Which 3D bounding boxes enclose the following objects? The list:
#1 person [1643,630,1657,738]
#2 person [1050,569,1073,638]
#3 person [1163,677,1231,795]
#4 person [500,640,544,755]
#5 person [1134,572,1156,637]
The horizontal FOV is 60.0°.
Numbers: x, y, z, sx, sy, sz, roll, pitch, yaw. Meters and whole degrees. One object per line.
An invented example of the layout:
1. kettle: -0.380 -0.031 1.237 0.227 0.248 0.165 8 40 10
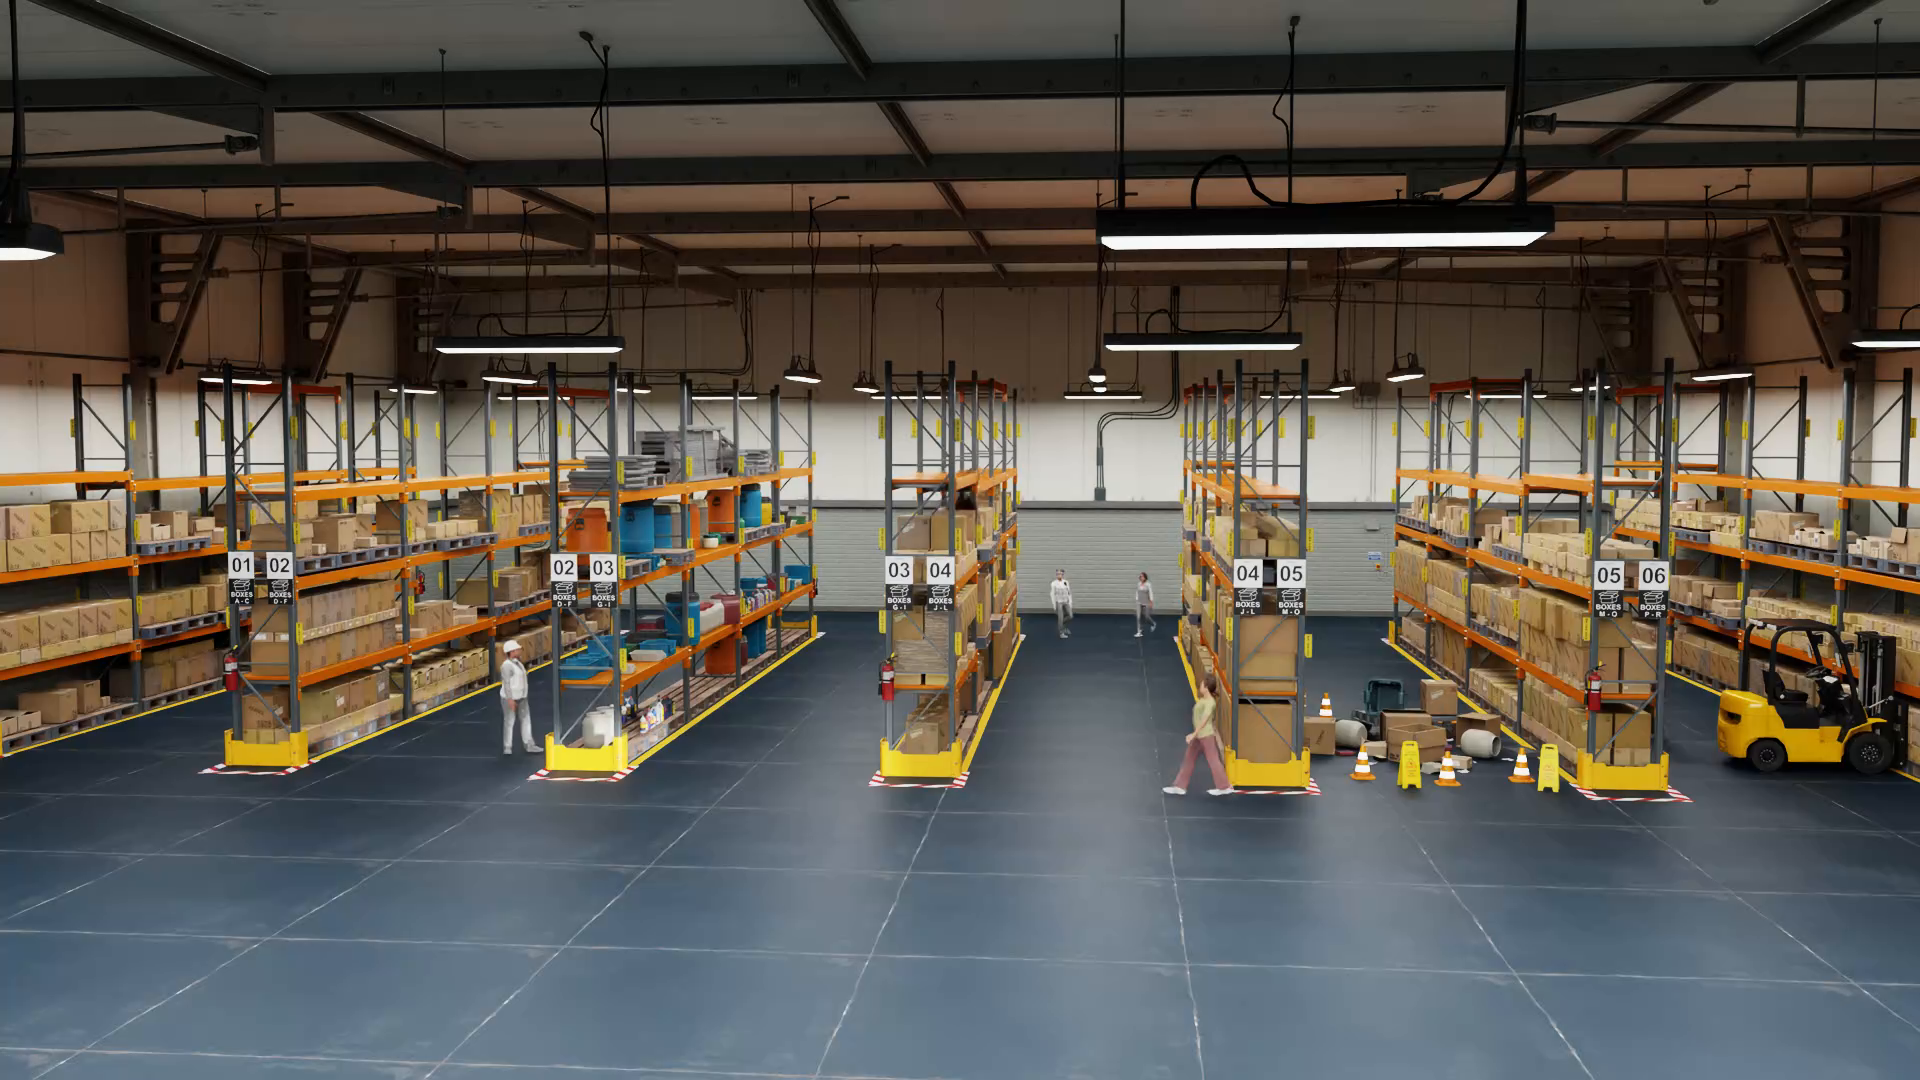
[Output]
1. person: 11.236 2.392 27.065 0.526 1.714 0.622 4 5 44
2. person: 2.460 1.522 39.973 0.567 1.672 0.446 -2 4 -25
3. person: 3.254 2.677 22.694 0.905 1.618 0.493 0 4 -5
4. person: -6.830 2.434 25.716 0.577 1.766 0.577 2 4 28
5. person: 4.480 1.557 40.337 0.480 1.568 0.637 2 4 30
